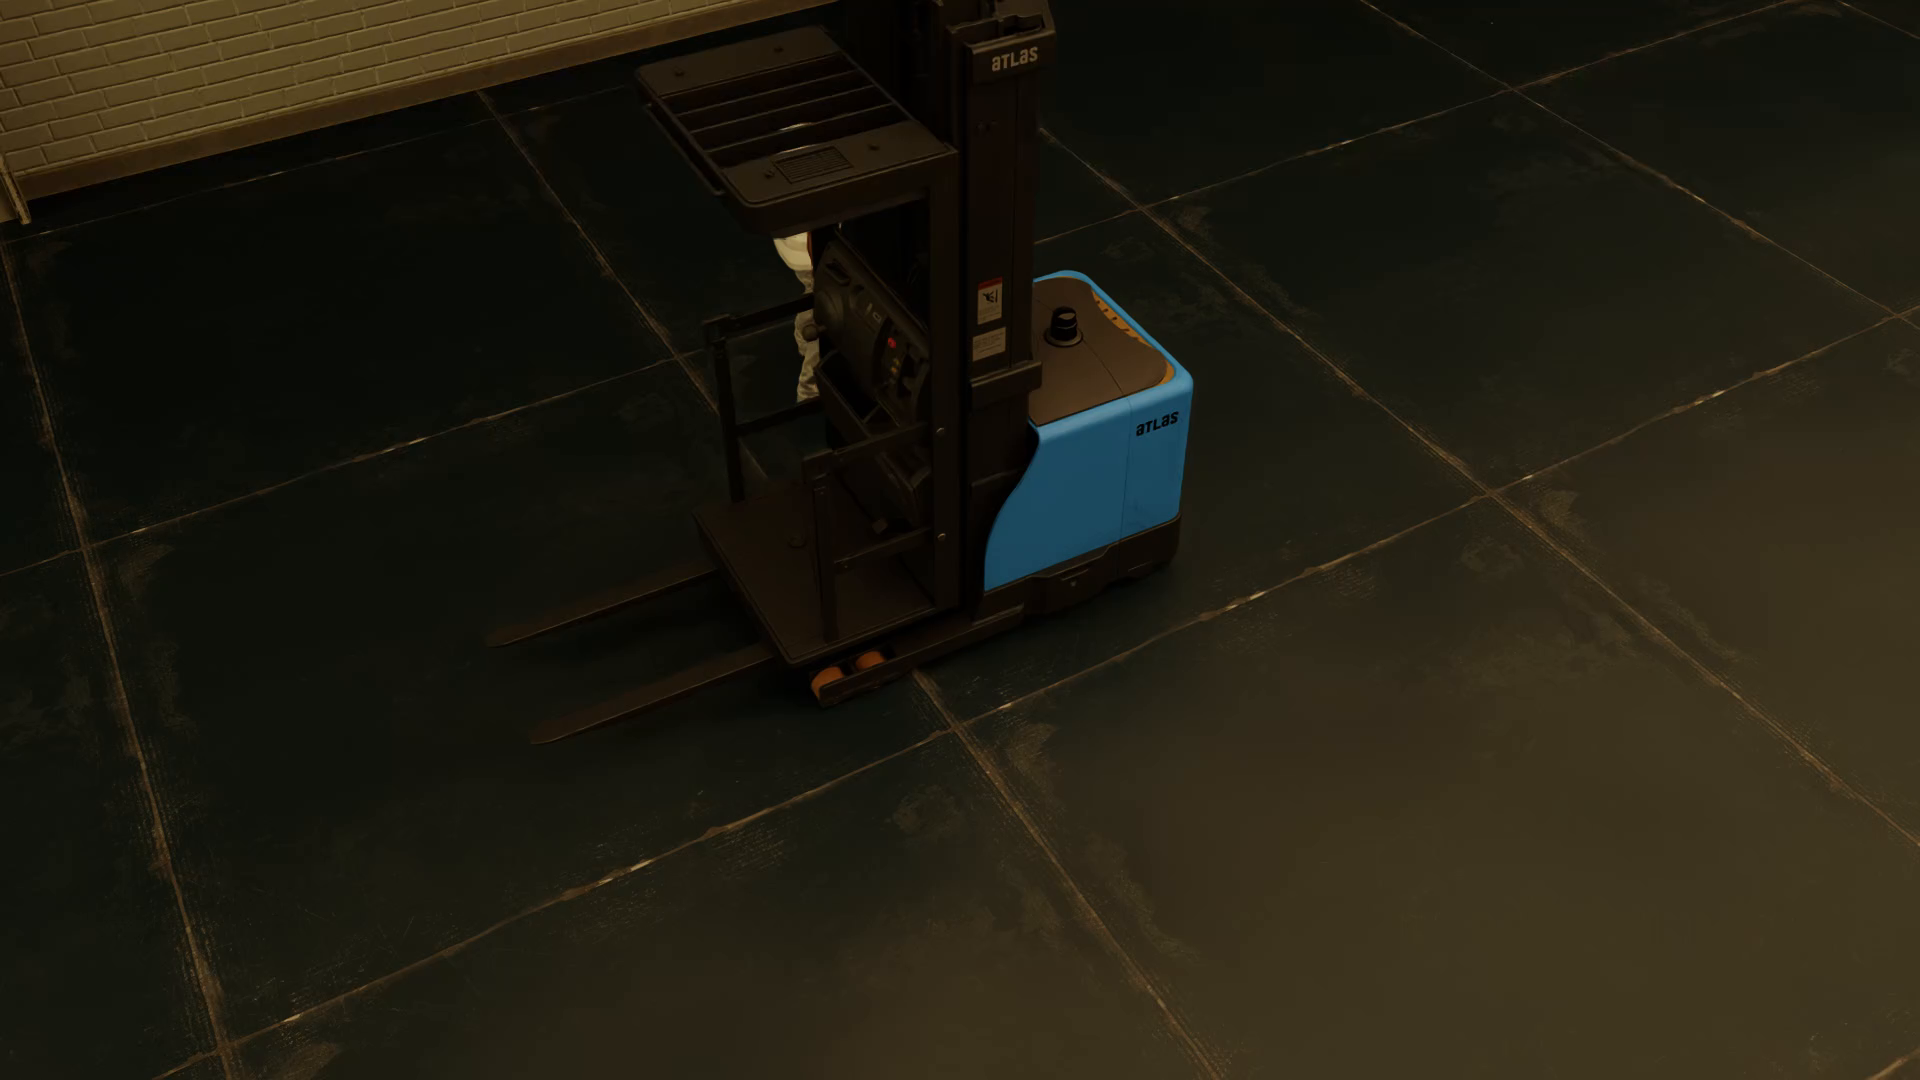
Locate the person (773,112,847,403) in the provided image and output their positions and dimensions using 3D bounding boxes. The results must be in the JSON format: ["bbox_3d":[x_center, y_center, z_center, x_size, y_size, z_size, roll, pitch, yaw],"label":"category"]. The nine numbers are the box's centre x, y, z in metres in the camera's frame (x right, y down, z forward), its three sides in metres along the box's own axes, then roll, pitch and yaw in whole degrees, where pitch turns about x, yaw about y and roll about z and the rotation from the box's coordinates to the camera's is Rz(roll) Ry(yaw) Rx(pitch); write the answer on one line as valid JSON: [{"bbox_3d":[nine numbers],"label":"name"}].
[{"bbox_3d":[-0.674,-1.463,8.154,0.457,1.743,0.878,-15,45,-15],"label":"person"}]

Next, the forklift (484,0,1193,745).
[{"bbox_3d":[-0.537,-0.783,6.542,3.031,2.935,1.130,-20,47,-20],"label":"forklift"}]
